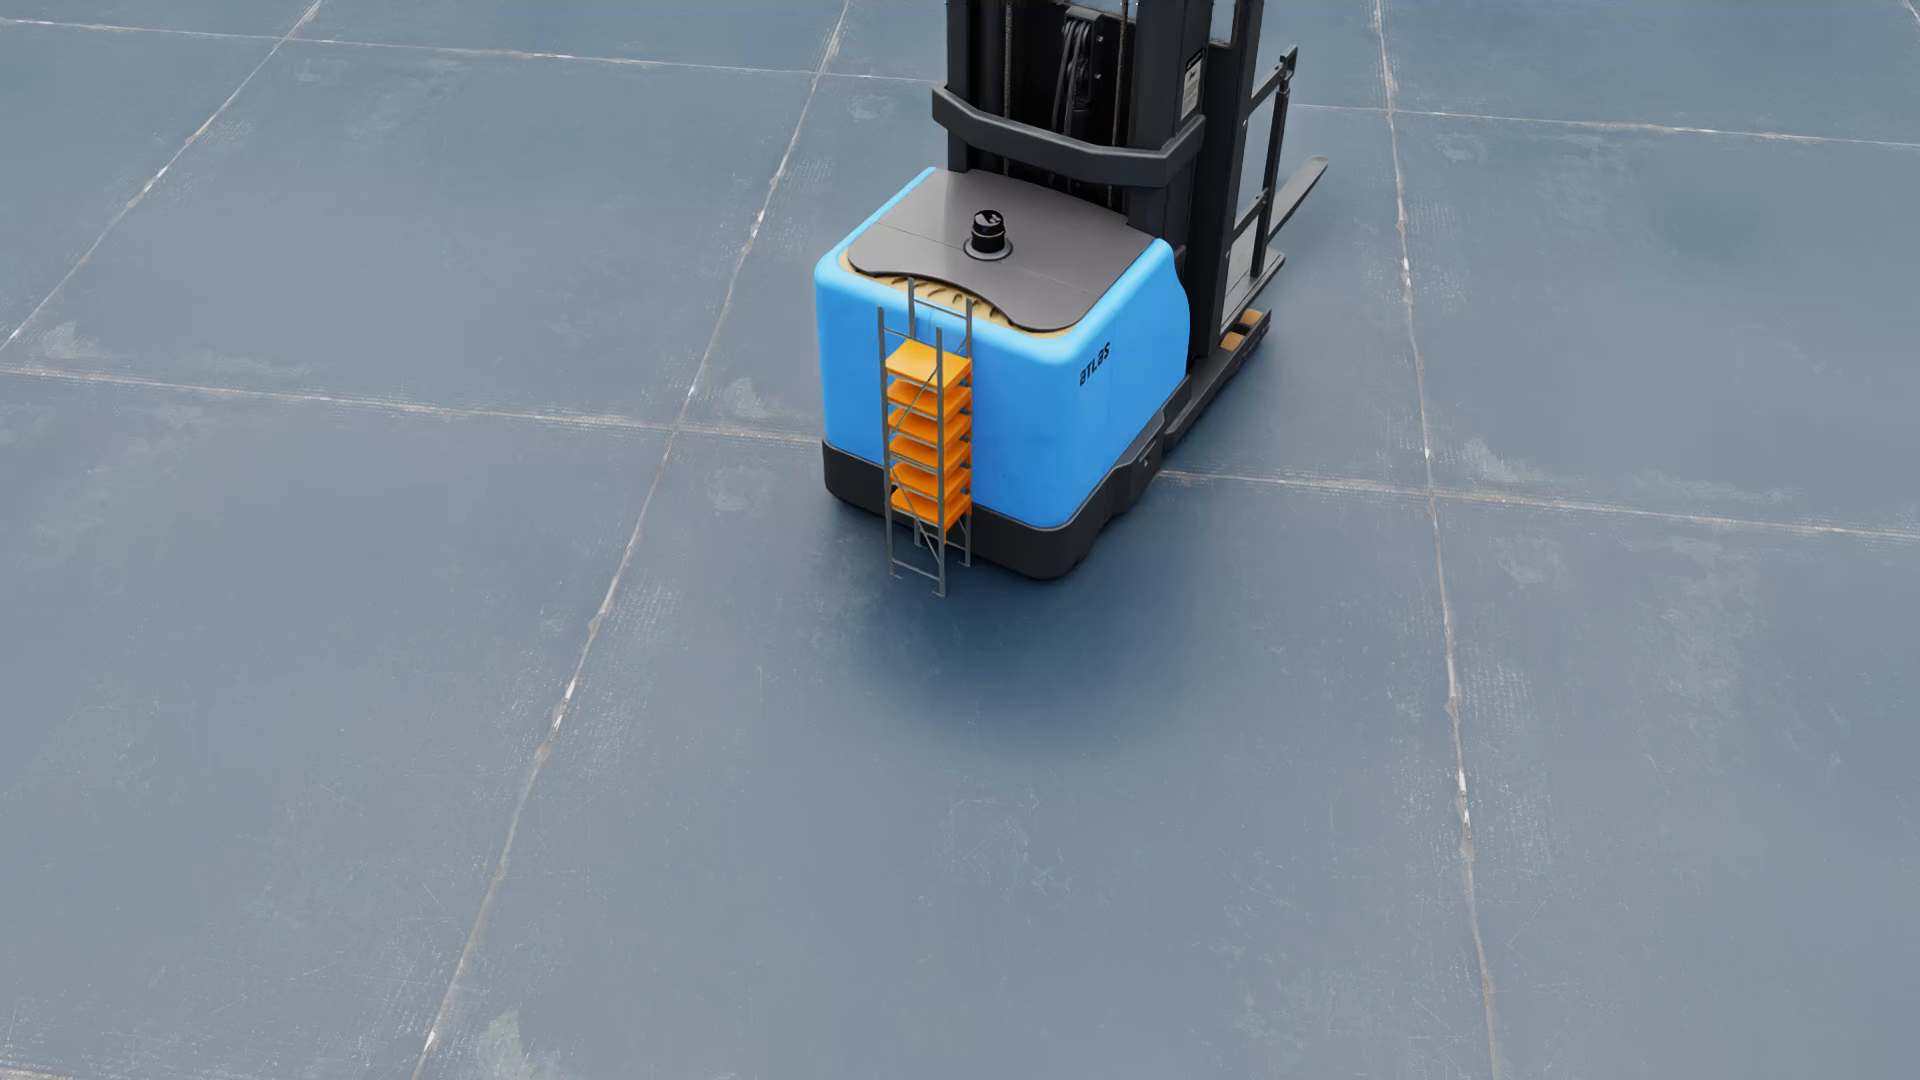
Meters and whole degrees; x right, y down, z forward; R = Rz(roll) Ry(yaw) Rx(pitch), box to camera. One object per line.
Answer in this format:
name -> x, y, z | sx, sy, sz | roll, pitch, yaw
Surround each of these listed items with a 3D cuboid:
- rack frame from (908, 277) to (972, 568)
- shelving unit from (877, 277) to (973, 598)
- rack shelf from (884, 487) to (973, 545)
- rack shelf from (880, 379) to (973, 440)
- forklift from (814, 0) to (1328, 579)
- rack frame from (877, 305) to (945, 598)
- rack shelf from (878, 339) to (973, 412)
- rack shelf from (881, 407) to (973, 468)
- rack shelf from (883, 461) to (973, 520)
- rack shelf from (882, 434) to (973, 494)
rack frame -> -0.065, -0.376, 5.775 | 0.240, 1.200, 0.006 | 22, 48, 22
shelving unit -> -0.112, -0.322, 5.717 | 0.258, 1.200, 0.189 | 22, 48, 22
rack shelf -> -0.112, -0.116, 5.913 | 0.258, 0.103, 0.180 | 22, 48, 22
rack shelf -> -0.112, -0.464, 5.583 | 0.258, 0.103, 0.180 | 22, 48, 22
forklift -> 0.669, -1.921, 6.147 | 1.130, 2.935, 3.031 | 22, 48, 22
rack frame -> -0.159, -0.268, 5.660 | 0.240, 1.200, 0.006 | 22, 48, 22
rack shelf -> -0.112, -0.551, 5.501 | 0.258, 0.103, 0.180 | 22, 48, 22
rack shelf -> -0.112, -0.377, 5.666 | 0.258, 0.103, 0.180 | 22, 48, 22
rack shelf -> -0.112, -0.203, 5.831 | 0.258, 0.103, 0.180 | 22, 48, 22
rack shelf -> -0.112, -0.290, 5.748 | 0.258, 0.103, 0.180 | 22, 48, 22
